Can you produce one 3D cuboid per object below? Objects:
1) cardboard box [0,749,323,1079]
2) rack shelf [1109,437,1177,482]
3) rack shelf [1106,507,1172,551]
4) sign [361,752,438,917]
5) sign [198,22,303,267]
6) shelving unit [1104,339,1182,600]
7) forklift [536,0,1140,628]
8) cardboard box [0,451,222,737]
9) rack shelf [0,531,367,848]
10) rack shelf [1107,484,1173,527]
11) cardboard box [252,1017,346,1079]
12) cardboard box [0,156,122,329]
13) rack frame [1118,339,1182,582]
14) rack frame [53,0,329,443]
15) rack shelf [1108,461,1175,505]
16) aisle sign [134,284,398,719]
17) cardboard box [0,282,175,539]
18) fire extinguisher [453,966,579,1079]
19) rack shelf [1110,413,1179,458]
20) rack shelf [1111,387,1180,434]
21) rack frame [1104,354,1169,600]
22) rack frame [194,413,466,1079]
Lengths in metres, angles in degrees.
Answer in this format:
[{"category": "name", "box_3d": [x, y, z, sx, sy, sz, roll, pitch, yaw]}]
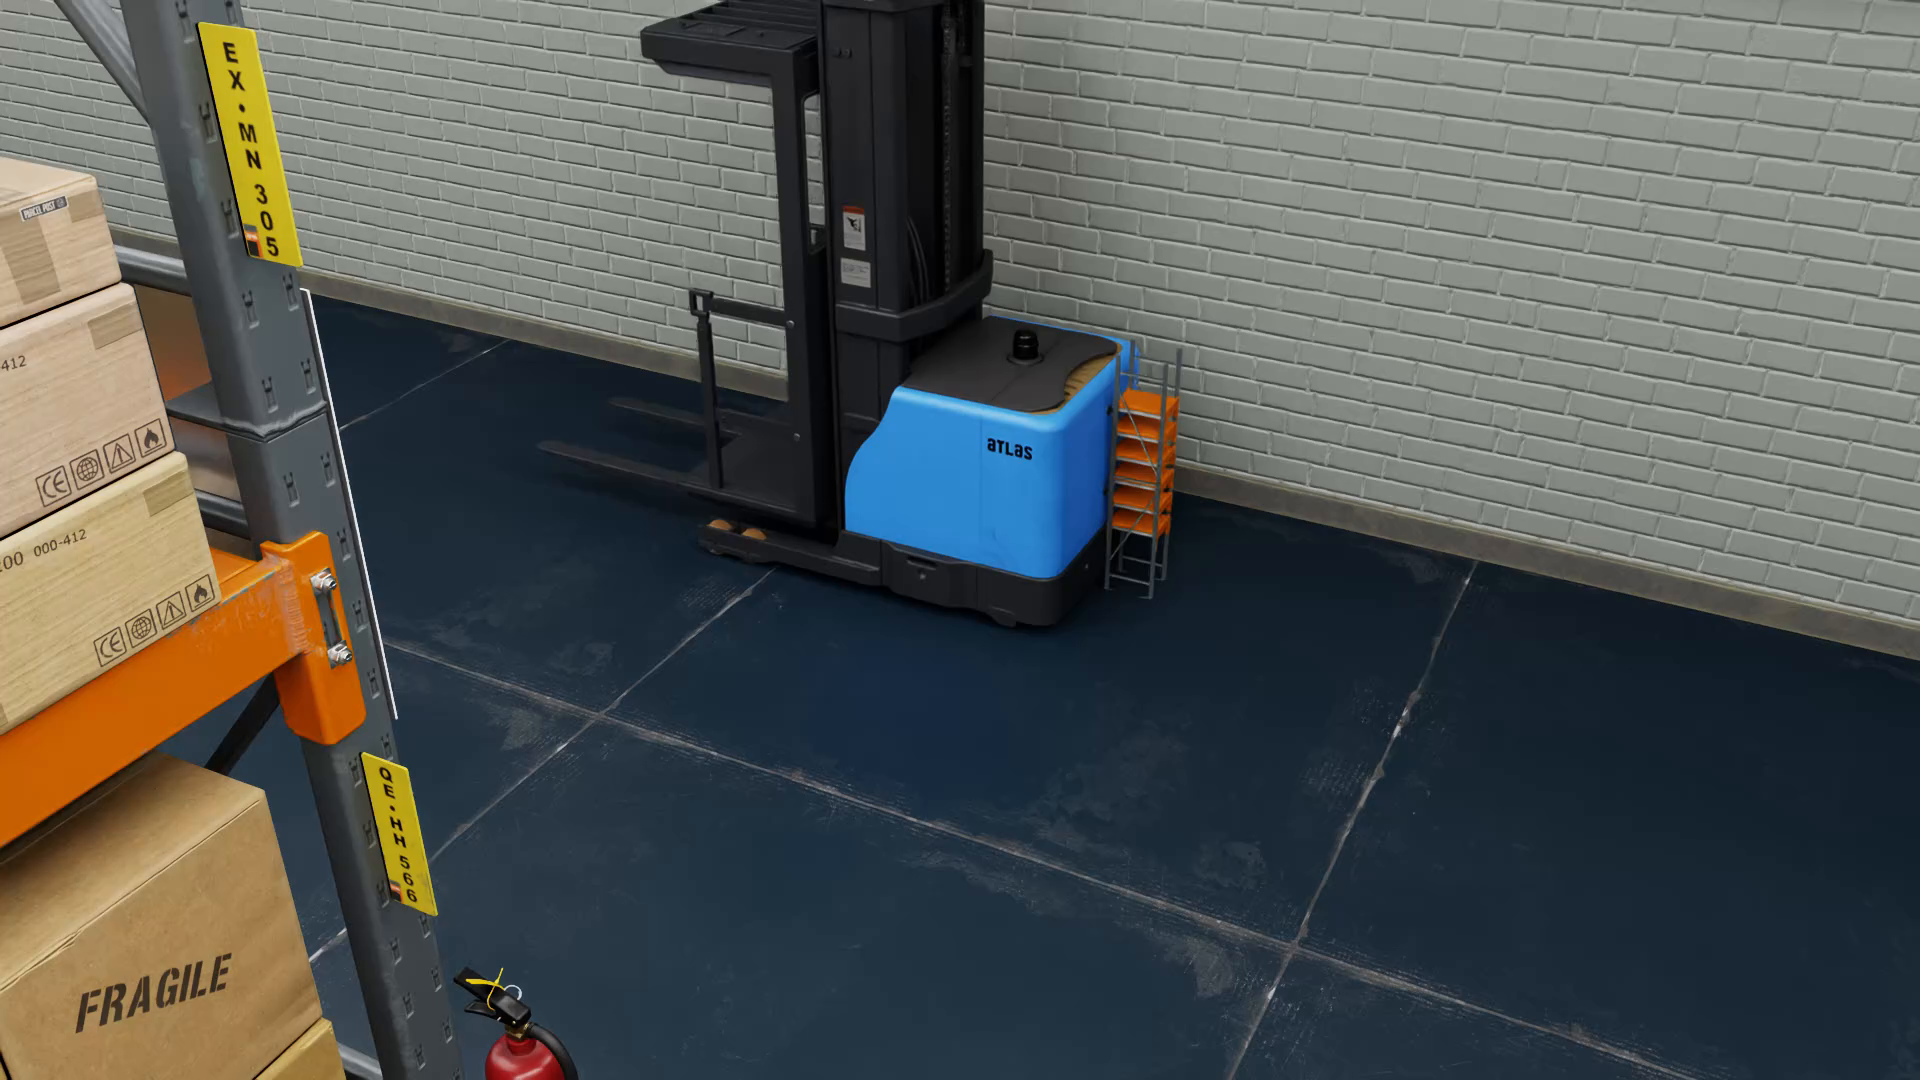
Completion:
[{"category": "cardboard box", "box_3d": [-1.438, 0.669, 2.670, 0.500, 0.500, 0.500, 14, 33, 22]}, {"category": "rack shelf", "box_3d": [0.829, -0.372, 7.541, 0.258, 0.103, 0.180, 13, 32, 22]}, {"category": "rack shelf", "box_3d": [0.829, -0.060, 7.721, 0.258, 0.103, 0.180, 13, 32, 22]}, {"category": "sign", "box_3d": [-0.966, 0.511, 2.868, 0.100, 0.325, 0.005, 14, 33, 23]}, {"category": "sign", "box_3d": [-0.966, -0.535, 2.268, 0.100, 0.325, 0.005, 14, 33, 23]}, {"category": "shelving unit", "box_3d": [0.829, -0.307, 7.579, 0.258, 1.200, 0.189, 13, 32, 22]}, {"category": "forklift", "box_3d": [-0.706, -1.376, 7.703, 3.031, 2.935, 1.130, 14, 33, 23]}, {"category": "cardboard box", "box_3d": [-1.422, 0.041, 2.305, 0.500, 0.250, 0.500, 14, 33, 22]}, {"category": "rack shelf", "box_3d": [-2.362, 0.913, 1.358, 1.077, 0.370, 4.000, 14, 33, 23]}, {"category": "rack shelf", "box_3d": [0.829, -0.164, 7.661, 0.258, 0.103, 0.180, 13, 32, 22]}, {"category": "cardboard box", "box_3d": [-1.426, 1.101, 2.922, 0.500, 0.500, 0.500, 15, 33, 24]}, {"category": "cardboard box", "box_3d": [-1.340, -0.396, 2.164, 0.380, 0.149, 0.250, 14, 33, 23]}, {"category": "rack frame", "box_3d": [0.868, -0.348, 7.651, 0.240, 1.200, 0.006, 13, 32, 22]}, {"category": "rack frame", "box_3d": [-1.451, -1.586, 1.976, 1.000, 3.000, 0.127, 14, 33, 23]}, {"category": "rack shelf", "box_3d": [0.829, -0.268, 7.601, 0.258, 0.103, 0.180, 13, 32, 22]}, {"category": "aisle sign", "box_3d": [-1.150, -0.076, 2.760, 0.394, 0.787, 0.004, 14, 33, 23]}, {"category": "cardboard box", "box_3d": [-1.434, -0.175, 2.180, 0.500, 0.250, 0.500, 13, 32, 22]}, {"category": "fire extinguisher", "box_3d": [-0.925, 1.204, 3.594, 0.296, 0.674, 0.183, 14, 33, 23]}, {"category": "rack shelf", "box_3d": [0.829, -0.476, 7.482, 0.258, 0.103, 0.180, 13, 32, 22]}, {"category": "rack shelf", "box_3d": [0.829, -0.580, 7.422, 0.258, 0.103, 0.180, 13, 32, 22]}, {"category": "rack frame", "box_3d": [0.790, -0.265, 7.507, 0.240, 1.200, 0.006, 13, 32, 22]}, {"category": "rack frame", "box_3d": [-1.451, 1.015, 3.470, 1.000, 3.000, 0.127, 14, 33, 23]}]
